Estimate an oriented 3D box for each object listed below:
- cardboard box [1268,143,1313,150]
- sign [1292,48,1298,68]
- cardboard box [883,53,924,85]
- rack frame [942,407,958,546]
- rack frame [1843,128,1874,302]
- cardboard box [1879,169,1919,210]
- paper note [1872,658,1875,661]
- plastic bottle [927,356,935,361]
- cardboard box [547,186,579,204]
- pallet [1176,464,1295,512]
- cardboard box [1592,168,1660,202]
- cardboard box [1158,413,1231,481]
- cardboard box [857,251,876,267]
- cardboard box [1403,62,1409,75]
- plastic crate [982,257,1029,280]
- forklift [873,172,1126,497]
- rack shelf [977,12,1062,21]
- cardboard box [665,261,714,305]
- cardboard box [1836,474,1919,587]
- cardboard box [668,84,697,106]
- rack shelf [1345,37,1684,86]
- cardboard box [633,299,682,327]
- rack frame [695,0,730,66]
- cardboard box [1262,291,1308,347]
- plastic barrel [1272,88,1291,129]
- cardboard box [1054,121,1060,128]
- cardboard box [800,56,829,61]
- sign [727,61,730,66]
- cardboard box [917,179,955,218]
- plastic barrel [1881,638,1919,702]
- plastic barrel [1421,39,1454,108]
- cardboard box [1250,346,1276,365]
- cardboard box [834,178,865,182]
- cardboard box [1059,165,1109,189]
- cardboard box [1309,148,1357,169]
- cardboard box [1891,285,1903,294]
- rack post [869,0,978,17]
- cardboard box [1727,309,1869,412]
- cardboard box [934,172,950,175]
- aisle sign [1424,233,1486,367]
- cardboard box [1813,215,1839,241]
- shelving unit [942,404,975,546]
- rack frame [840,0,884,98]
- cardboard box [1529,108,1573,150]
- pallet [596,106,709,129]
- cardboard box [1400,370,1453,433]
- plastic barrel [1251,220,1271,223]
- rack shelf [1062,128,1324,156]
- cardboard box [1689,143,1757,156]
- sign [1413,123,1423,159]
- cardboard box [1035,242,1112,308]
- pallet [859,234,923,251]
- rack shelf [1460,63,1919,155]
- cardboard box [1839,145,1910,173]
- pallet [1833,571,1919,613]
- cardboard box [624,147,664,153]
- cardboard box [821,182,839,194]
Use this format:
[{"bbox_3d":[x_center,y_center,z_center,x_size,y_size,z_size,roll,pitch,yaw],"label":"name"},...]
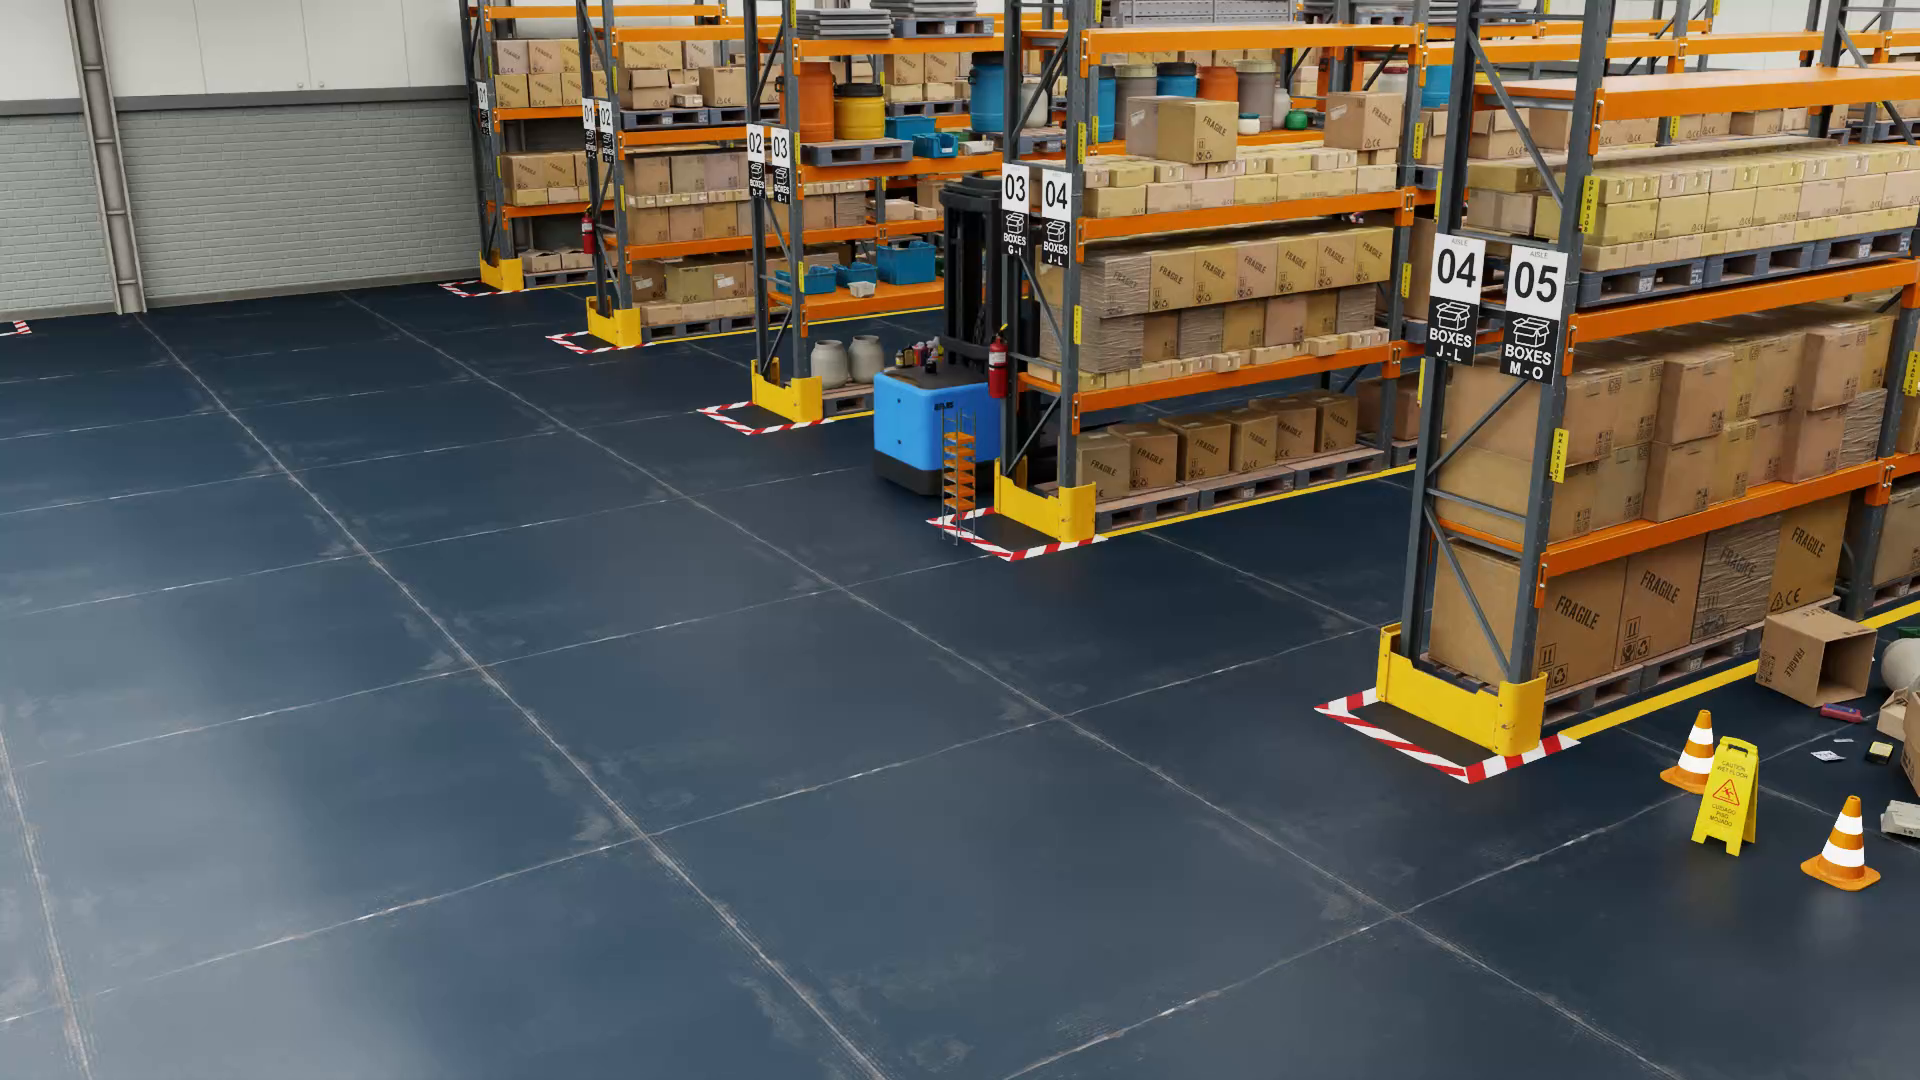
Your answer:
[{"bbox_3d":[3.172,-3.721,15.996,0.250,0.149,0.380,-12,22,-31],"label":"cardboard box"},{"bbox_3d":[5.582,-8.029,27.703,0.005,0.325,0.100,-12,22,-31],"label":"sign"},{"bbox_3d":[-0.871,-6.917,24.245,0.500,0.500,0.500,-12,22,-31],"label":"cardboard box"},{"bbox_3d":[-0.089,-0.550,14.497,0.006,1.200,0.240,-12,22,-31],"label":"rack frame"},{"bbox_3d":[10.719,-3.673,20.927,0.127,3.000,1.000,-12,22,-31],"label":"rack frame"},{"bbox_3d":[6.411,-2.502,11.735,0.500,0.250,0.500,-12,22,-32],"label":"cardboard box"},{"bbox_3d":[6.617,0.847,12.191,0.147,0.020,0.142,5,19,16],"label":"paper note"},{"bbox_3d":[-0.342,-2.037,19.658,0.097,0.271,0.097,0,19,0],"label":"plastic bottle"},{"bbox_3d":[-6.468,-5.569,26.738,0.500,0.250,0.500,-13,22,-33],"label":"cardboard box"},{"bbox_3d":[2.476,-0.599,16.188,1.213,0.211,1.003,-12,22,-31],"label":"pallet"},{"bbox_3d":[4.004,-2.159,10.099,0.250,0.149,0.380,-12,22,-31],"label":"cardboard box"},{"bbox_3d":[2.241,-0.900,15.970,0.500,0.500,0.500,-10,21,-26],"label":"cardboard box"},{"bbox_3d":[-1.228,-4.225,25.320,0.500,0.311,0.500,-12,22,-31],"label":"cardboard box"},{"bbox_3d":[7.908,-8.368,29.584,0.500,0.250,0.500,-12,22,-31],"label":"cardboard box"},{"bbox_3d":[0.538,-3.251,19.910,0.616,0.251,0.499,-12,22,-31],"label":"plastic crate"},{"bbox_3d":[0.659,-2.134,16.479,3.031,2.935,1.130,-12,22,-31],"label":"forklift"},{"bbox_3d":[0.875,-9.608,30.861,4.000,0.370,1.077,-12,22,-31],"label":"rack shelf"},{"bbox_3d":[-3.762,-3.585,23.133,0.500,0.500,0.500,-12,22,-31],"label":"cardboard box"},{"bbox_3d":[7.150,-0.186,13.470,0.750,0.750,1.050,-12,22,-32],"label":"cardboard box"},{"bbox_3d":[-3.932,-6.099,22.777,0.500,0.250,0.500,-12,22,-31],"label":"cardboard box"},{"bbox_3d":[5.707,-4.928,17.020,4.000,0.370,1.077,-12,22,-31],"label":"rack shelf"},{"bbox_3d":[-4.179,-3.142,22.991,0.500,0.250,0.500,-12,22,-31],"label":"cardboard box"},{"bbox_3d":[-4.136,-9.081,27.555,0.127,3.000,1.000,-12,22,-31],"label":"rack frame"},{"bbox_3d":[2.828,-2.196,15.937,0.500,0.500,0.875,-12,22,-31],"label":"cardboard box"},{"bbox_3d":[4.226,-5.795,22.344,0.421,0.512,0.421,0,19,0],"label":"plastic barrel"},{"bbox_3d":[1.864,-7.963,31.793,0.500,0.250,0.500,-11,22,-30],"label":"cardboard box"},{"bbox_3d":[-2.605,-8.199,28.817,0.500,0.500,0.500,-13,23,-33],"label":"cardboard box"},{"bbox_3d":[-3.831,-7.761,27.528,0.005,0.325,0.100,-12,22,-31],"label":"sign"},{"bbox_3d":[-0.318,-5.186,25.244,0.500,0.500,0.500,-10,21,-28],"label":"cardboard box"},{"bbox_3d":[6.577,0.911,11.390,0.421,0.421,0.512,2,19,6],"label":"plastic barrel"},{"bbox_3d":[6.653,-6.514,23.208,0.708,0.901,0.600,-12,22,-31],"label":"plastic barrel"},{"bbox_3d":[2.758,-1.769,15.685,0.250,0.149,0.380,-12,22,-31],"label":"cardboard box"},{"bbox_3d":[-1.775,-5.497,24.139,0.500,0.500,0.700,-12,22,-31],"label":"cardboard box"},{"bbox_3d":[1.054,-3.085,14.115,0.250,0.149,0.380,-12,22,-32],"label":"cardboard box"},{"bbox_3d":[3.489,-3.579,15.575,0.250,0.149,0.380,-13,23,-34],"label":"cardboard box"},{"bbox_3d":[12.065,-3.119,21.950,0.875,0.875,0.875,-12,22,-31],"label":"cardboard box"},{"bbox_3d":[-0.427,-6.040,18.679,0.954,0.300,0.937,-12,22,-32],"label":"rack post"},{"bbox_3d":[5.958,-1.319,12.042,0.550,0.550,0.875,-12,22,-31],"label":"cardboard box"},{"bbox_3d":[-0.393,-6.830,30.625,0.250,0.149,0.380,-12,22,-32],"label":"cardboard box"},{"bbox_3d":[3.116,-1.515,10.482,0.004,0.787,0.394,-12,22,-31],"label":"aisle sign"},{"bbox_3d":[5.704,-2.140,11.287,0.250,0.149,0.380,-12,22,-31],"label":"cardboard box"},{"bbox_3d":[-0.012,-0.566,14.545,0.189,1.200,0.258,-12,22,-31],"label":"shelving unit"},{"bbox_3d":[-1.408,-7.757,23.638,0.127,3.000,1.000,-12,22,-31],"label":"rack frame"},{"bbox_3d":[6.273,-4.347,17.299,0.500,0.500,0.500,-11,22,-30],"label":"cardboard box"},{"bbox_3d":[-4.144,-5.707,22.396,1.213,0.211,1.003,-12,22,-31],"label":"pallet"},{"bbox_3d":[4.970,-1.470,17.625,0.500,0.500,0.700,-12,22,-32],"label":"cardboard box"},{"bbox_3d":[3.912,-4.108,22.039,0.421,0.512,0.421,0,19,0],"label":"plastic barrel"},{"bbox_3d":[2.983,-5.022,21.355,4.000,0.370,1.077,-12,22,-31],"label":"rack shelf"},{"bbox_3d":[5.339,-2.693,11.678,0.250,0.149,0.380,-12,22,-31],"label":"cardboard box"},{"bbox_3d":[4.342,-3.786,15.771,0.005,0.325,0.100,-12,22,-31],"label":"sign"},{"bbox_3d":[1.020,-2.385,14.933,0.500,0.500,0.500,-12,22,-31],"label":"cardboard box"},{"bbox_3d":[-1.448,-5.485,30.641,1.213,0.211,1.003,-12,22,-31],"label":"pallet"},{"bbox_3d":[5.010,-2.879,10.959,4.000,0.370,1.077,-12,22,-31],"label":"rack shelf"},{"bbox_3d":[6.339,-2.652,11.557,0.250,0.149,0.380,-12,22,-32],"label":"cardboard box"},{"bbox_3d":[7.284,0.245,13.690,1.213,0.211,1.003,-12,22,-31],"label":"pallet"},{"bbox_3d":[-5.201,-6.192,27.407,0.500,0.500,0.500,-13,22,-33],"label":"cardboard box"},{"bbox_3d":[-1.942,-5.074,23.902,0.250,0.149,0.380,-13,22,-33],"label":"cardboard box"}]
